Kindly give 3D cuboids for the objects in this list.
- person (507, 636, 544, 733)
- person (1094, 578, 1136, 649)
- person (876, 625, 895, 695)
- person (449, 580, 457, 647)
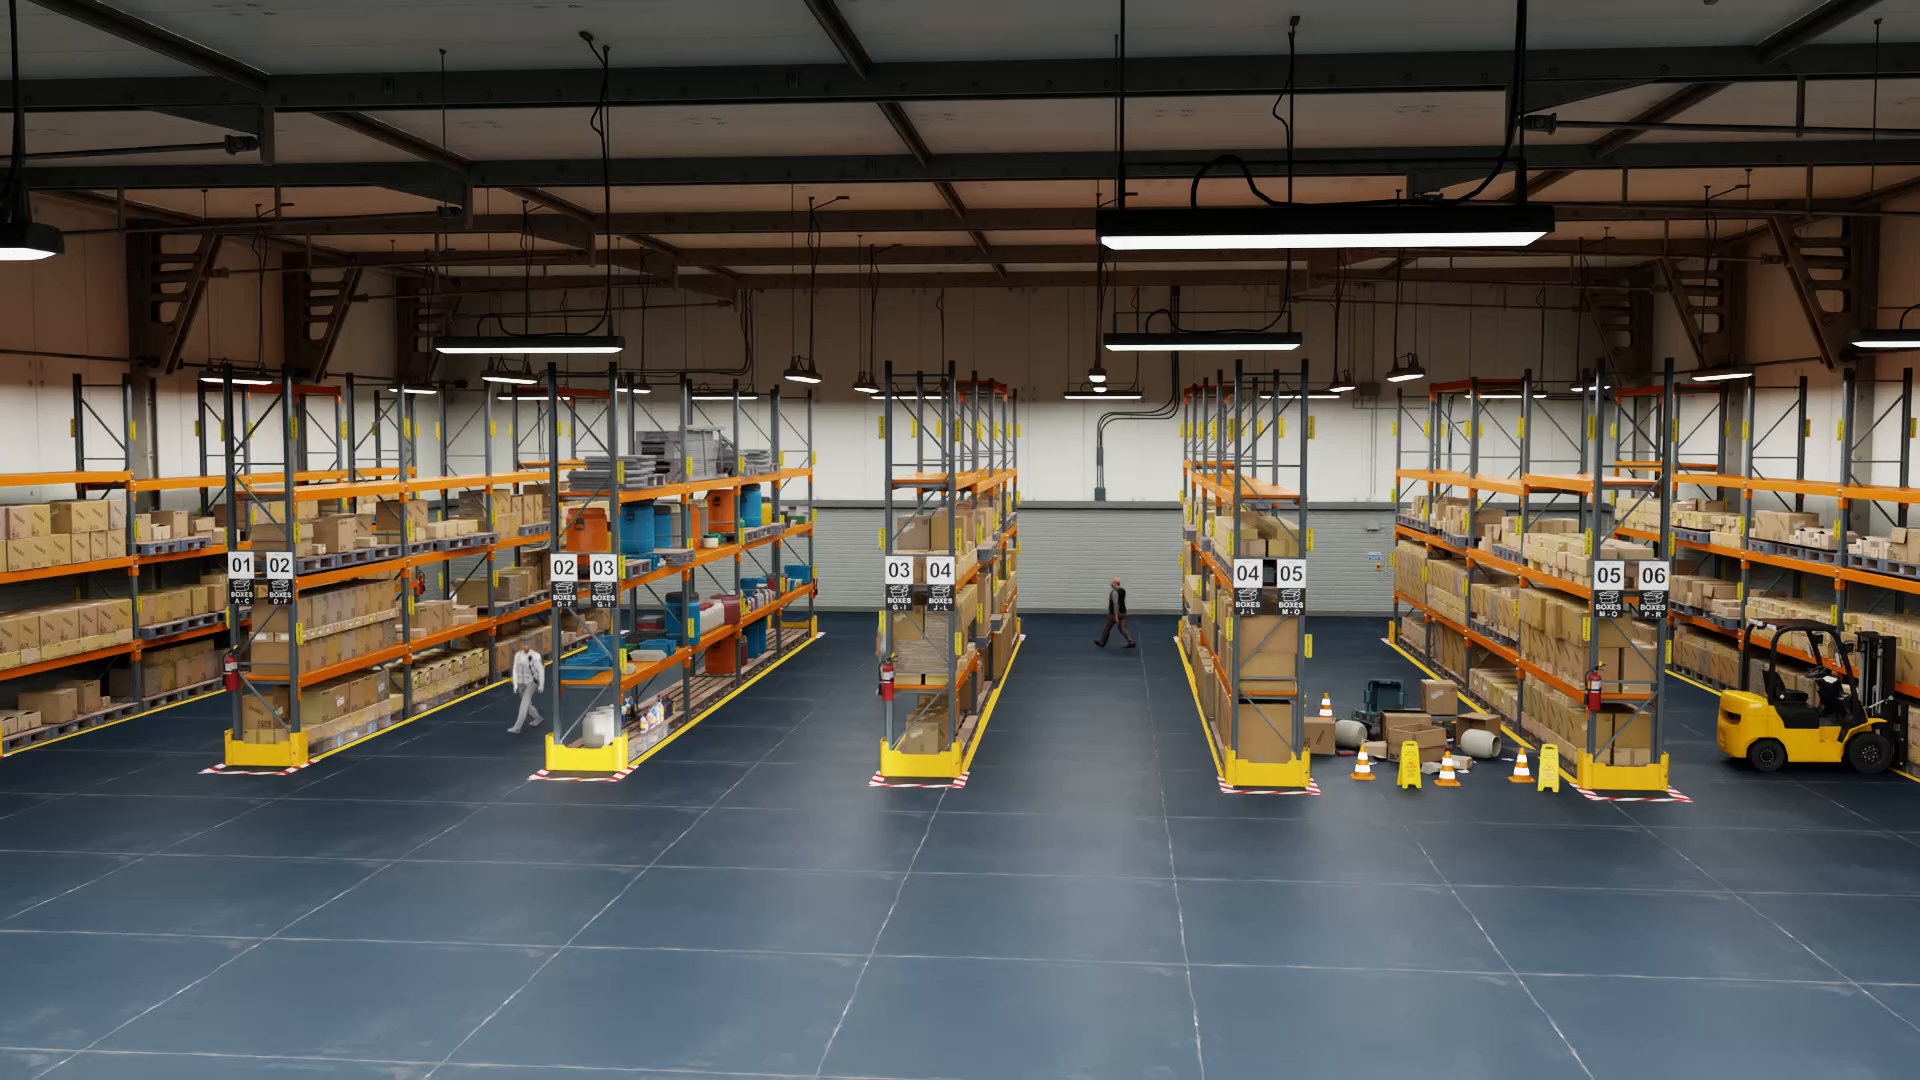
[{"bbox_3d":[-7.217,2.380,27.625,0.464,1.578,1.084,1,4,18],"label":"person"},{"bbox_3d":[3.538,1.676,38.117,1.121,1.644,0.511,4,5,44],"label":"person"},{"bbox_3d":[-1.343,2.109,31.399,0.506,1.706,0.403,0,4,5],"label":"person"},{"bbox_3d":[-11.370,1.701,37.512,0.575,1.619,1.023,0,4,6],"label":"person"}]
